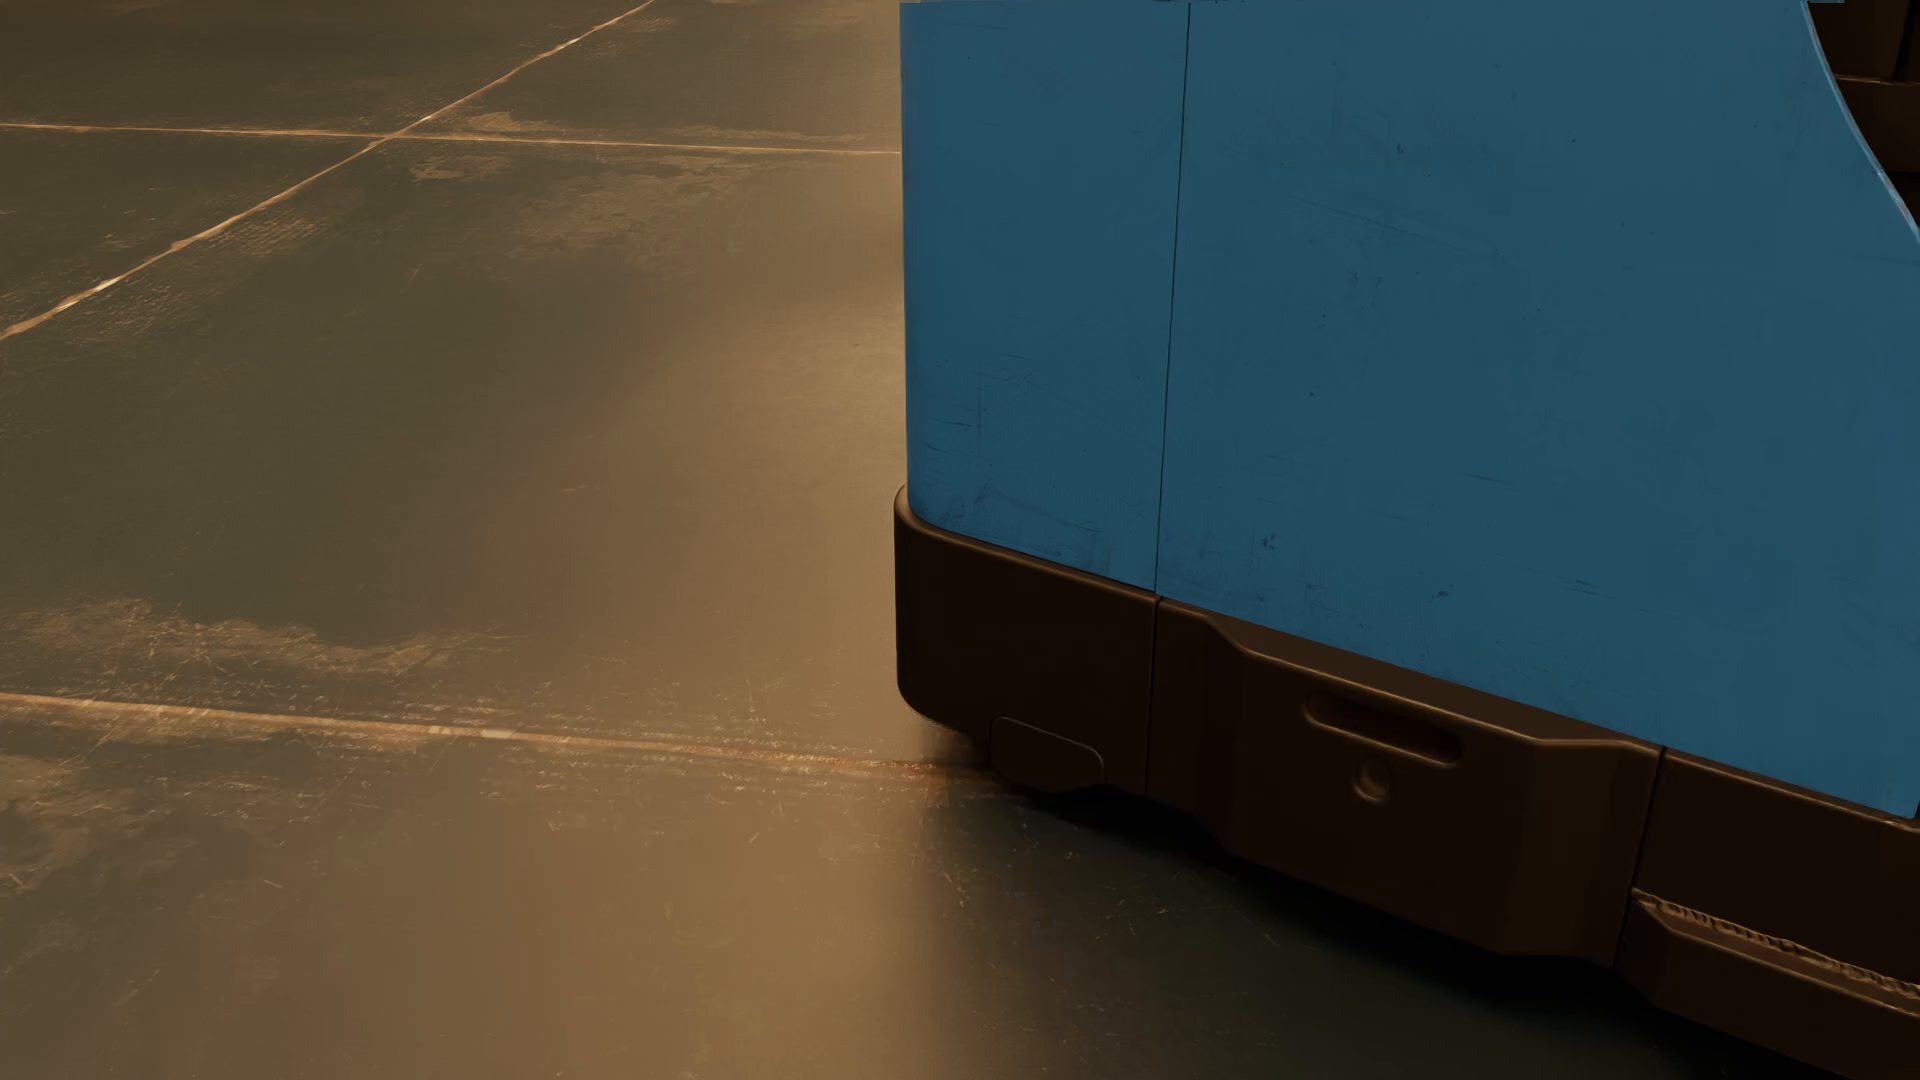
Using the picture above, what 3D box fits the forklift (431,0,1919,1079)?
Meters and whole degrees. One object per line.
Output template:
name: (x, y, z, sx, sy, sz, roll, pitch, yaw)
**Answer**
forklift: (0.852, -1.056, 1.333, 3.031, 2.935, 1.130, 17, 31, 30)
